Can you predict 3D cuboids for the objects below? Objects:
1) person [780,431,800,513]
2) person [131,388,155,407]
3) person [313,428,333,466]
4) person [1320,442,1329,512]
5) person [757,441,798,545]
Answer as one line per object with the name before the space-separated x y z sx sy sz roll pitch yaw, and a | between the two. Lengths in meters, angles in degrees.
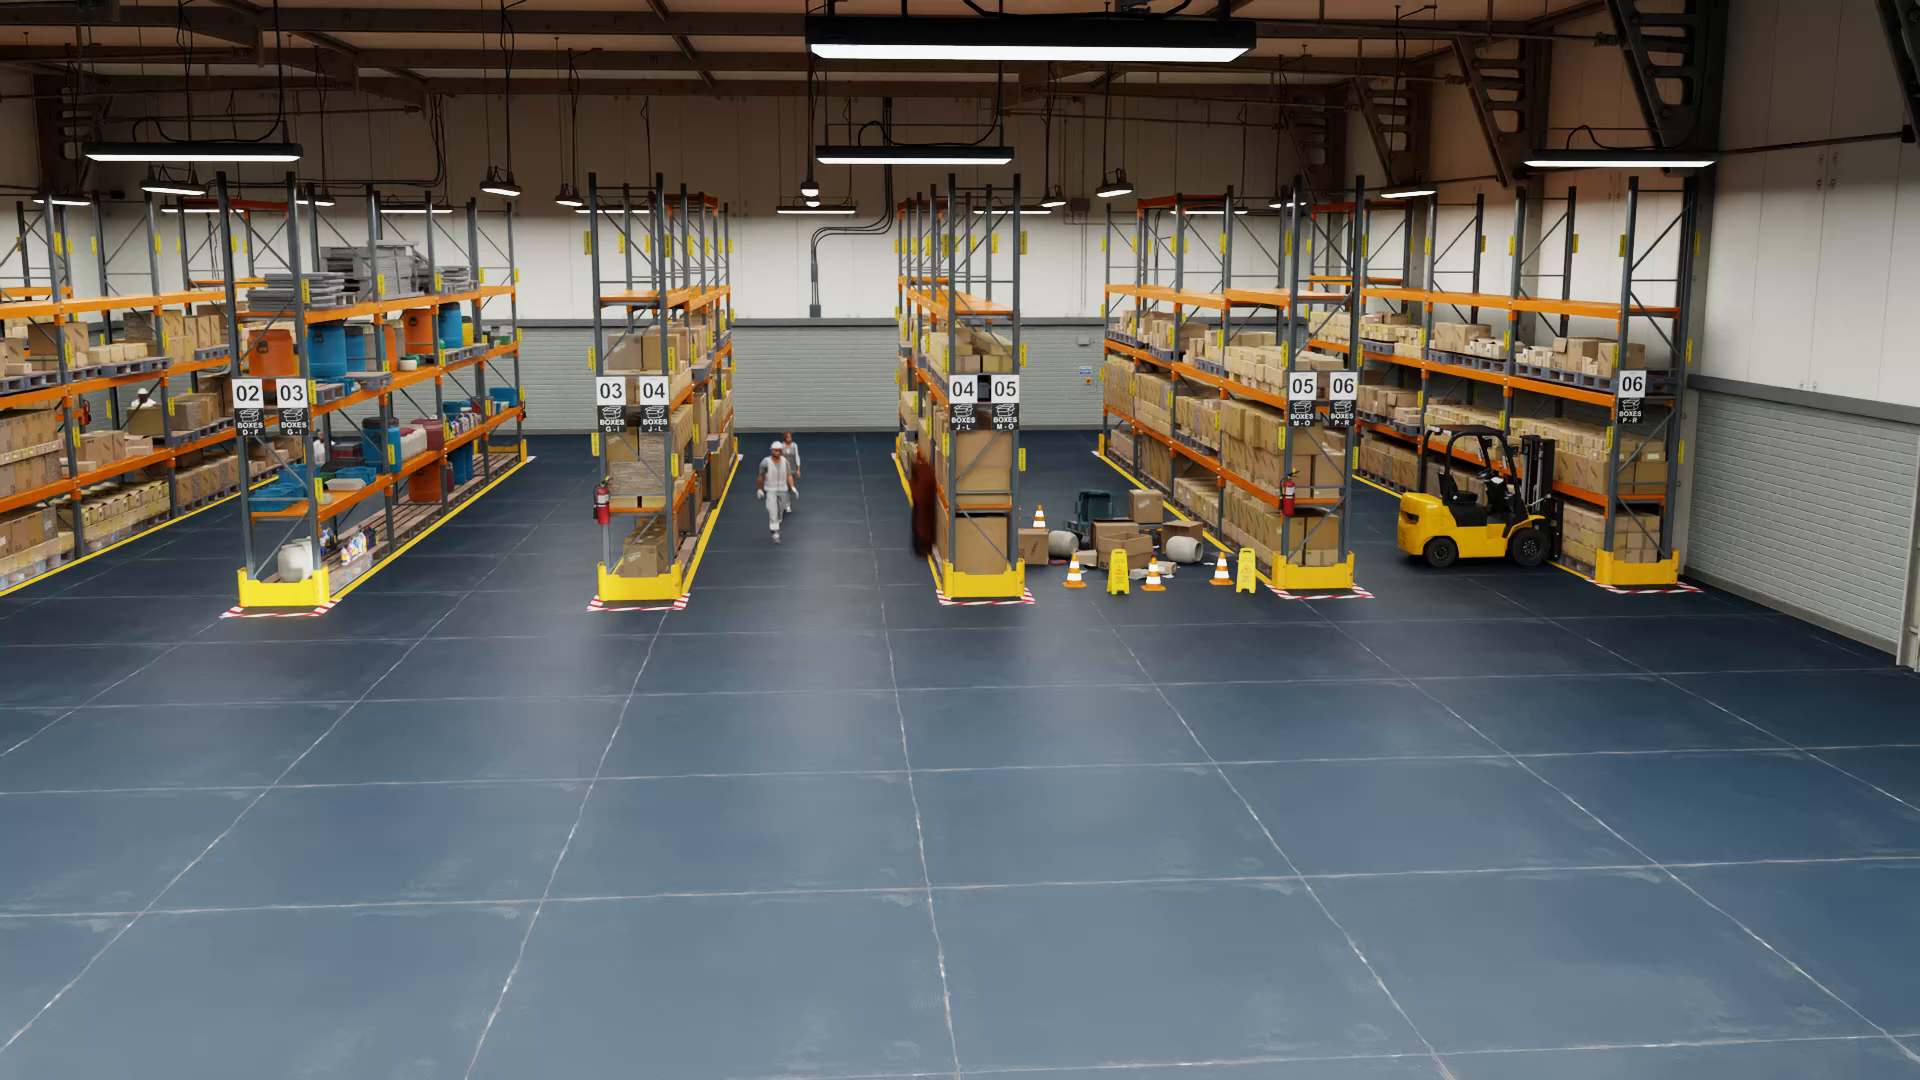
person | -3.278 -1.335 31.751 0.440 1.529 1.012 -3 11 -18
person | -19.125 -2.706 39.025 0.666 1.709 1.081 -1 10 -7
person | -12.035 -1.339 31.521 0.542 1.615 1.033 -1 10 -7
person | 6.702 -1.282 31.195 0.498 1.669 0.509 0 10 1
person | -3.106 -0.826 28.289 0.643 1.737 1.093 -4 11 -19
